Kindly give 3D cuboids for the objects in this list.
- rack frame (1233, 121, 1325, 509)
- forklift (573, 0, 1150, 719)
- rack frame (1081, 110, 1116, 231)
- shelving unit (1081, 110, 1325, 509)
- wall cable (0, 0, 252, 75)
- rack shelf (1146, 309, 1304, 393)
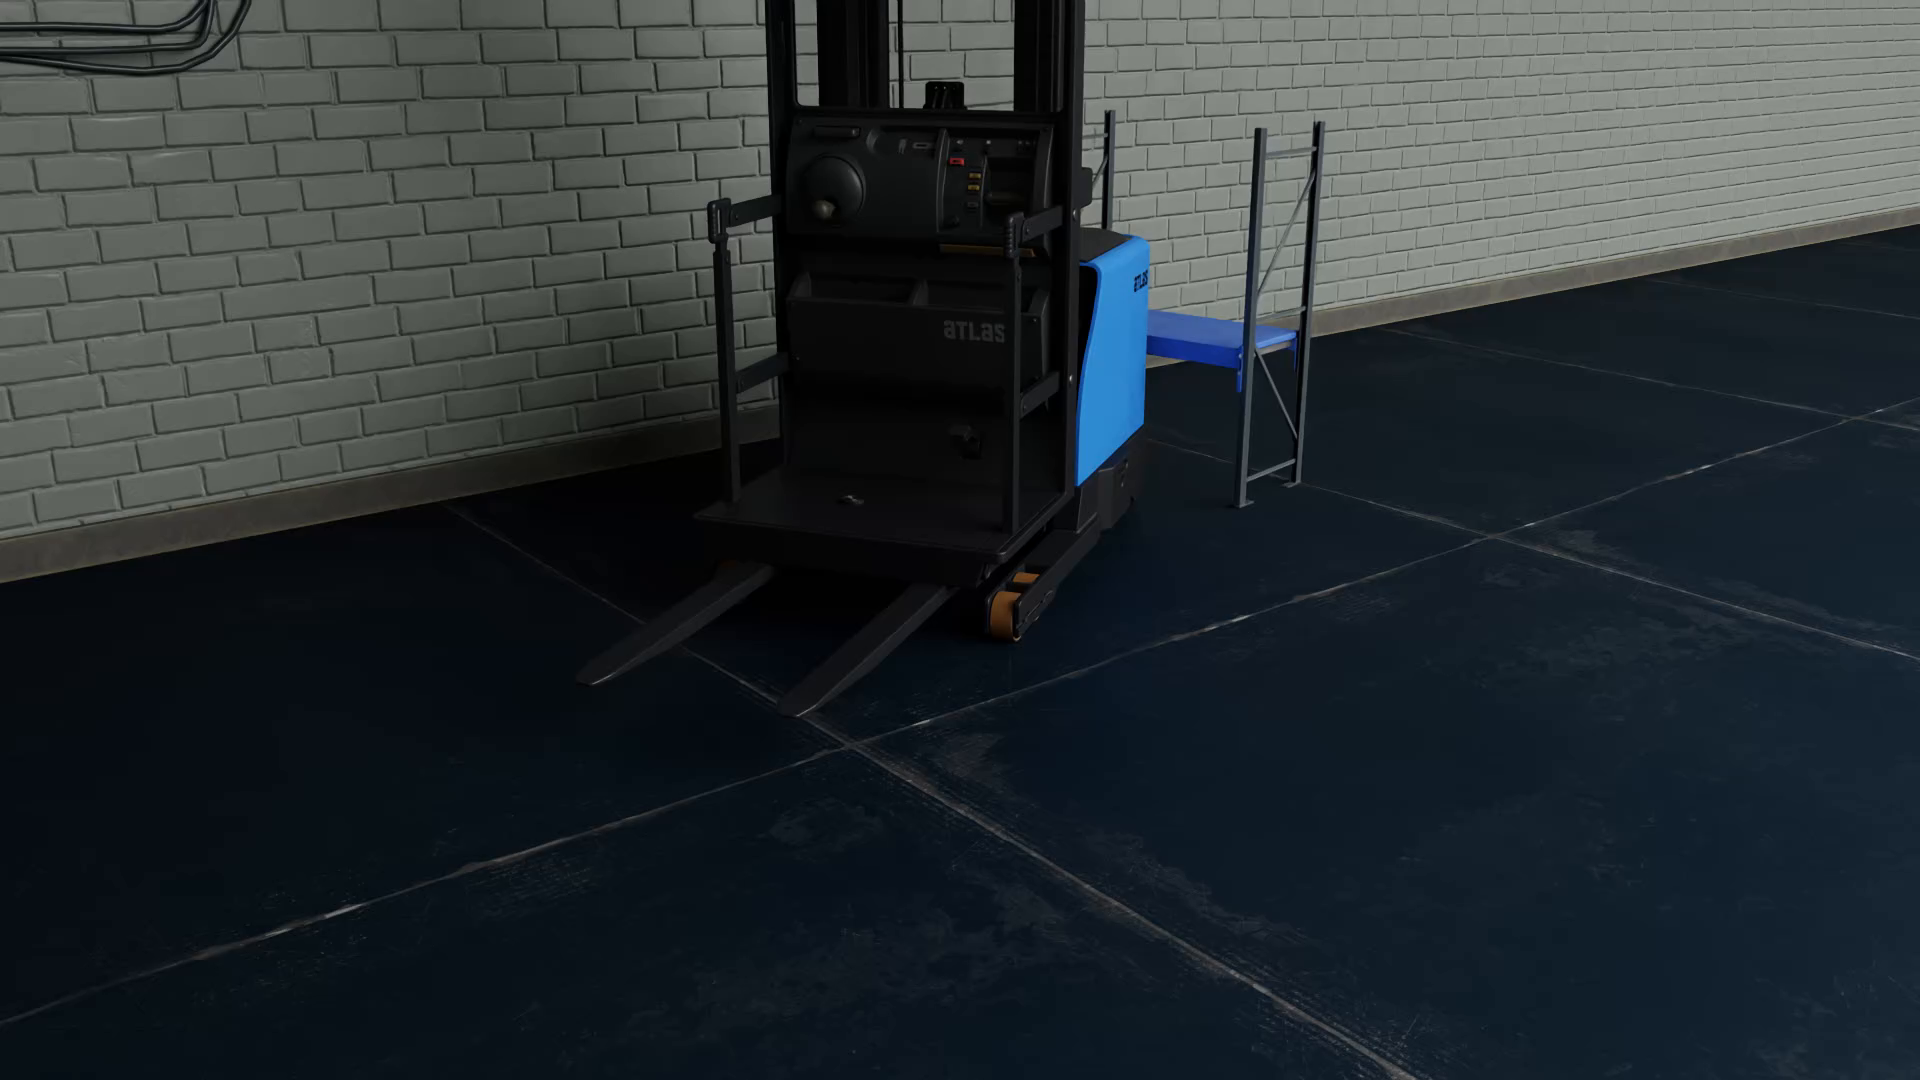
[{"bbox_3d":[1.285,-0.902,6.697,0.032,1.500,0.500,15,23,38],"label":"rack frame"},{"bbox_3d":[-0.214,-1.208,5.347,1.130,2.935,3.031,7,19,19],"label":"forklift"},{"bbox_3d":[0.506,-1.108,7.317,0.032,1.500,0.500,15,23,38],"label":"rack frame"},{"bbox_3d":[0.895,-1.005,7.007,1.048,1.500,0.538,15,23,38],"label":"shelving unit"},{"bbox_3d":[-3.695,-2.561,4.721,3.097,2.526,0.112,-14,23,-36],"label":"wall cable"},{"bbox_3d":[0.895,-0.834,7.063,1.000,0.185,0.538,15,23,38],"label":"rack shelf"}]
